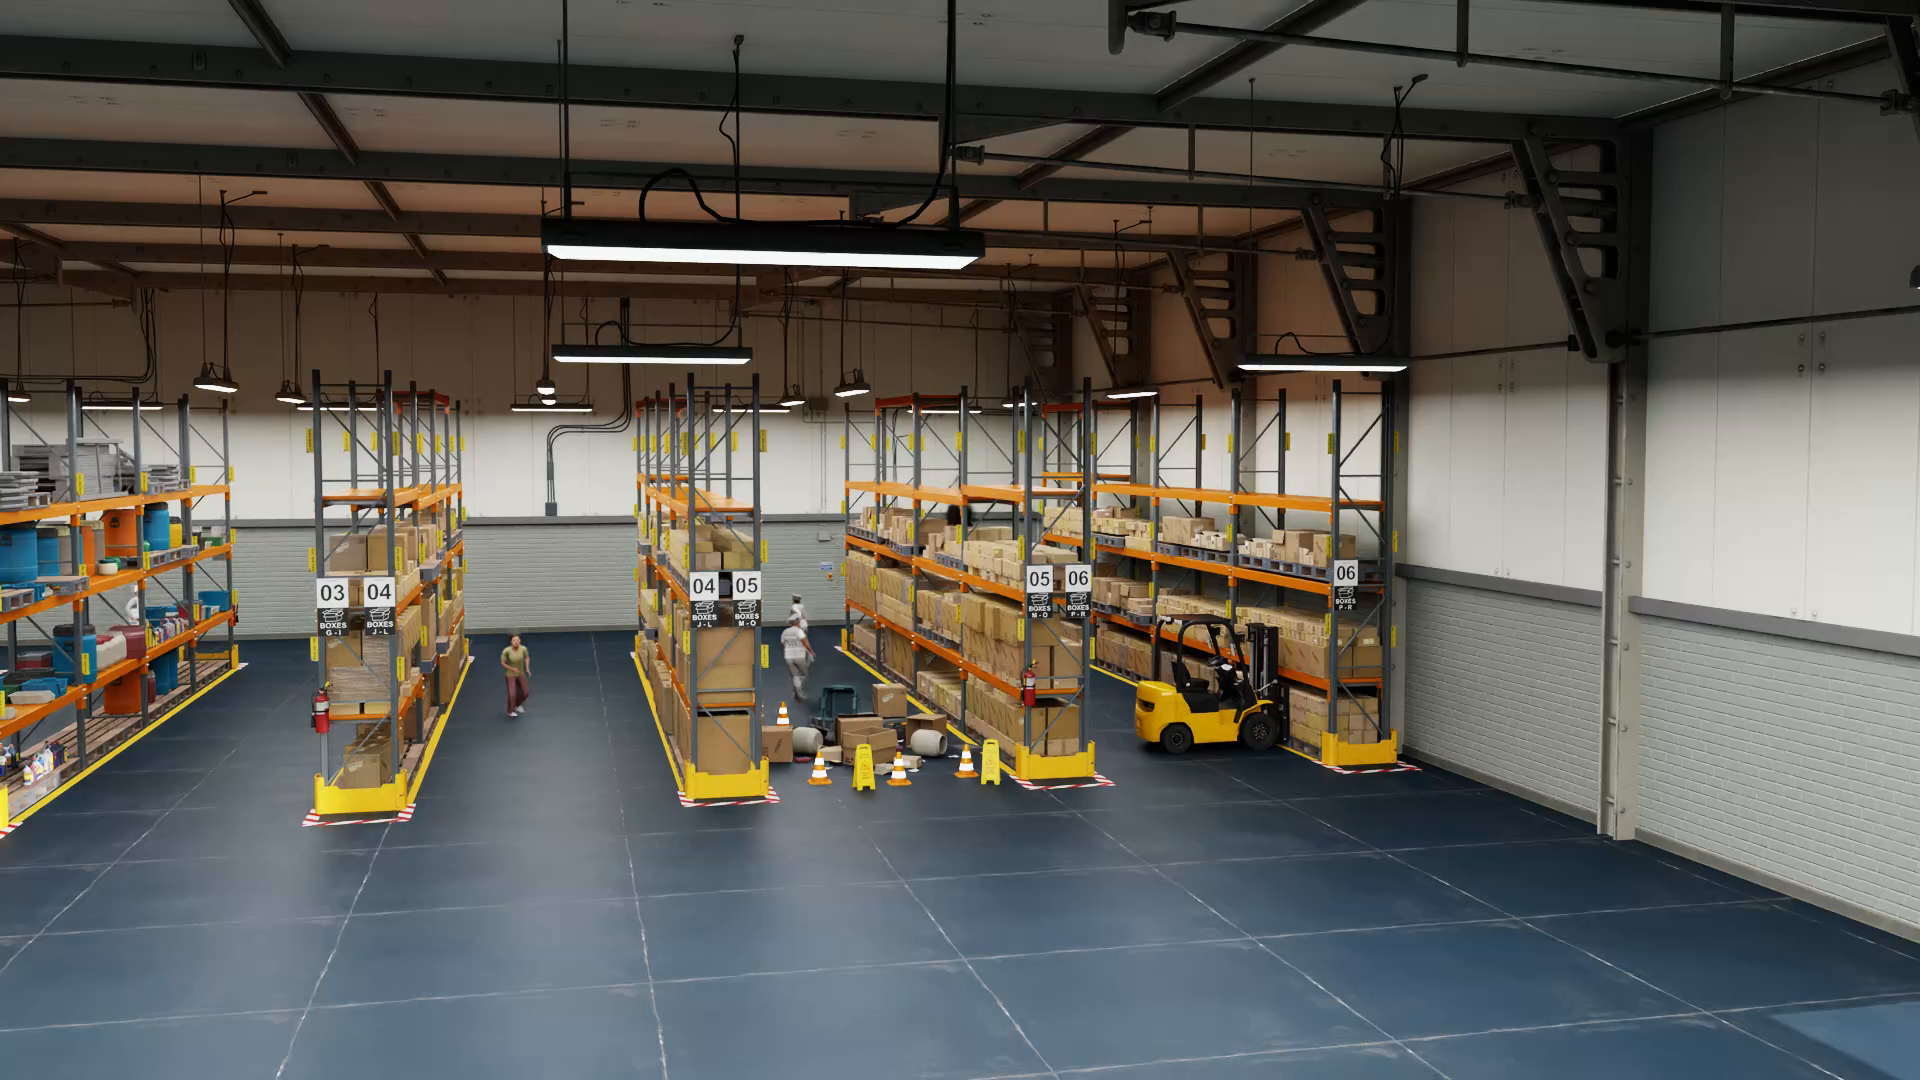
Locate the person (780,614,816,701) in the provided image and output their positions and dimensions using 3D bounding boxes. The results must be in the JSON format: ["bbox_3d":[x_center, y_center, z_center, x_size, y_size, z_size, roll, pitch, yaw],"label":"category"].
[{"bbox_3d":[-3.186,2.314,32.380,0.786,1.717,0.670,1,3,17],"label":"person"}]

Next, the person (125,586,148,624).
[{"bbox_3d":[-19.227,1.907,38.899,0.540,1.698,0.708,0,3,2],"label":"person"}]

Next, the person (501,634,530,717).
[{"bbox_3d":[-8.129,2.474,30.396,0.572,1.559,0.712,-2,4,-33],"label":"person"}]

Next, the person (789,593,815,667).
[{"bbox_3d":[-3.510,2.028,37.205,0.801,1.664,0.579,3,4,38],"label":"person"}]
